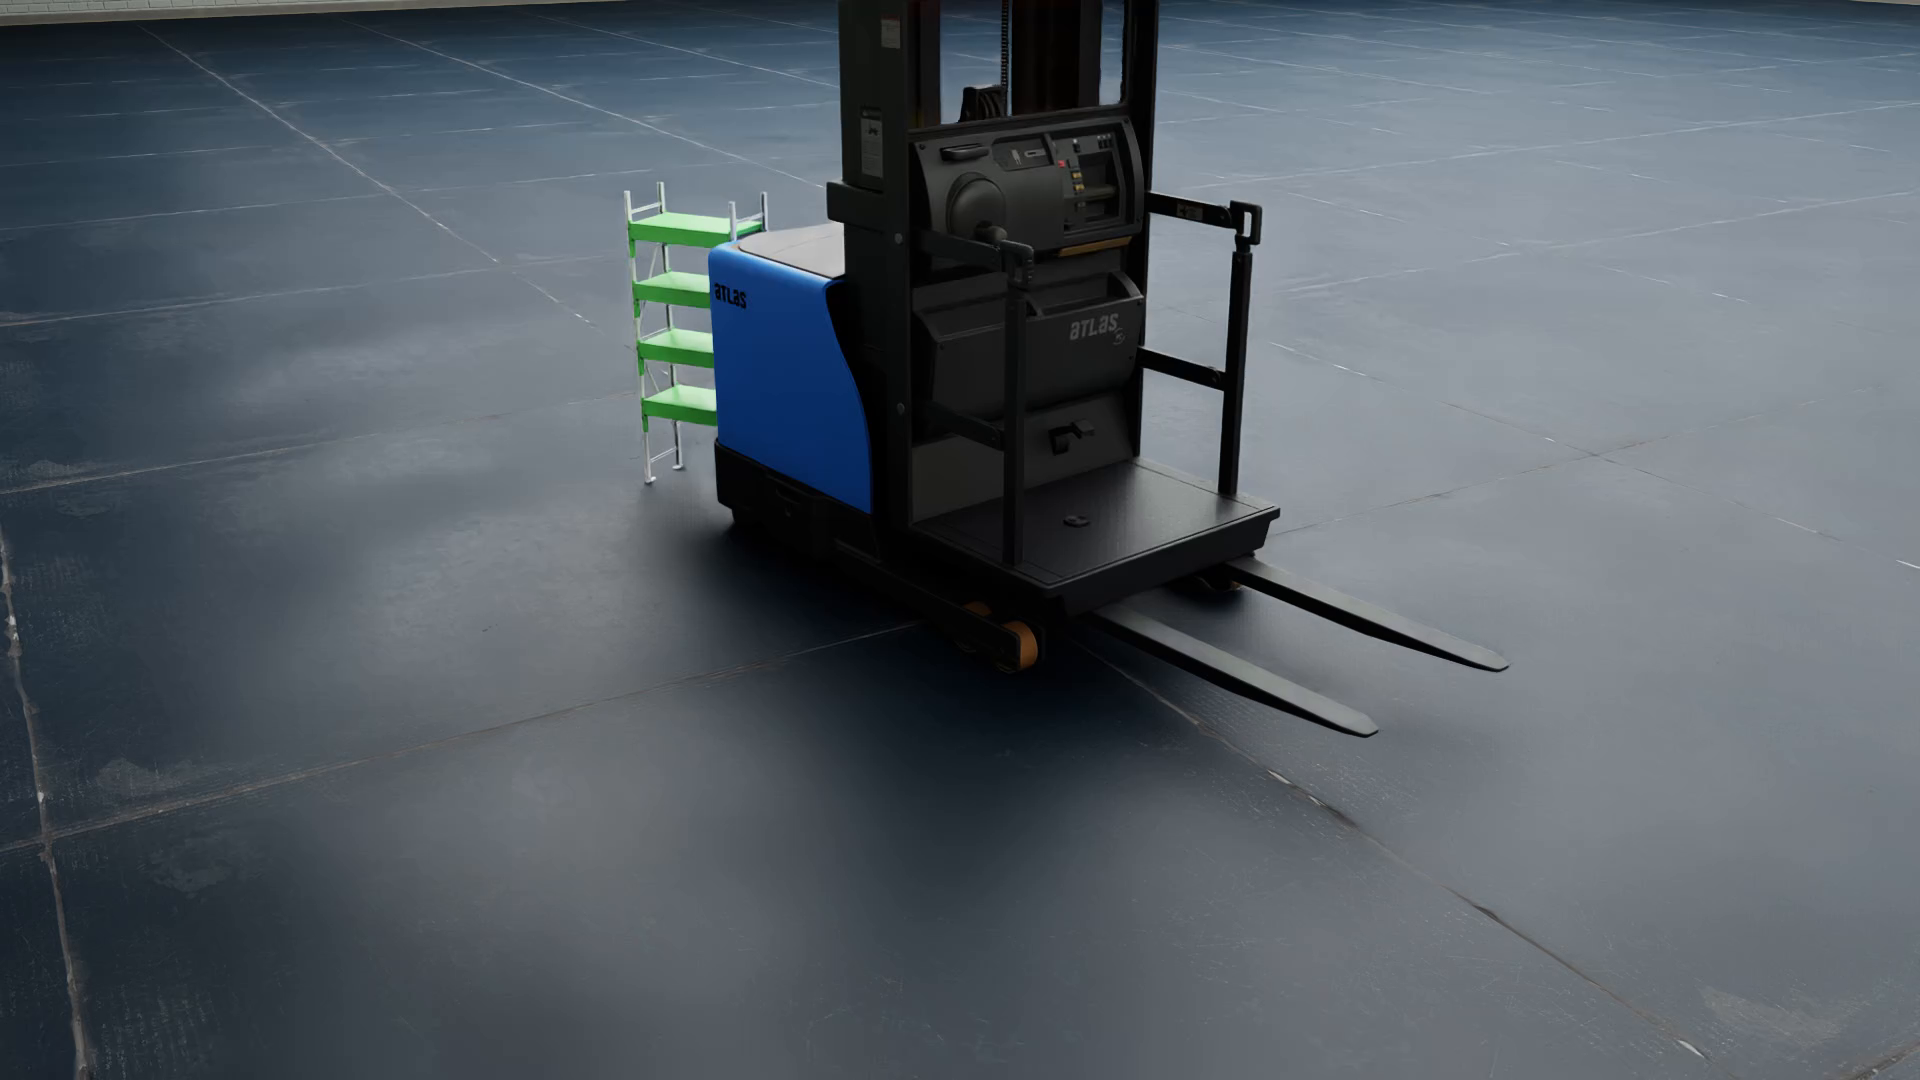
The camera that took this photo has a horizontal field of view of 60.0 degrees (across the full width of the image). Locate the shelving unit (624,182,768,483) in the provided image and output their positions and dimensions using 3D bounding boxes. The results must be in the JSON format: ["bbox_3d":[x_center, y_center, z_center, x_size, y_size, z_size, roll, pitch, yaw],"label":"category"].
[{"bbox_3d":[-1.028,-0.794,6.671,0.503,1.200,0.258,11,24,25],"label":"shelving unit"}]

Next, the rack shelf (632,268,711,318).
[{"bbox_3d":[-1.028,-0.957,6.605,0.480,0.148,0.258,11,24,25],"label":"rack shelf"}]

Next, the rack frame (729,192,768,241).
[{"bbox_3d":[-0.809,-0.753,6.570,0.015,1.200,0.240,11,24,25],"label":"rack frame"}]

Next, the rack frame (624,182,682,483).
[{"bbox_3d":[-1.246,-0.835,6.773,0.015,1.200,0.240,11,24,25],"label":"rack frame"}]

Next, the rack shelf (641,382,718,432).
[{"bbox_3d":[-1.028,-0.512,6.786,0.480,0.148,0.258,11,24,25],"label":"rack shelf"}]

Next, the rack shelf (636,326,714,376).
[{"bbox_3d":[-1.028,-0.735,6.695,0.480,0.148,0.258,11,24,25],"label":"rack shelf"}]

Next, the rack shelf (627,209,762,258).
[{"bbox_3d":[-1.028,-1.179,6.515,0.480,0.148,0.258,11,24,25],"label":"rack shelf"}]

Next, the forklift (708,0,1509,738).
[{"bbox_3d":[0.375,-1.147,5.241,1.130,2.935,3.031,-17,28,-36],"label":"forklift"}]
